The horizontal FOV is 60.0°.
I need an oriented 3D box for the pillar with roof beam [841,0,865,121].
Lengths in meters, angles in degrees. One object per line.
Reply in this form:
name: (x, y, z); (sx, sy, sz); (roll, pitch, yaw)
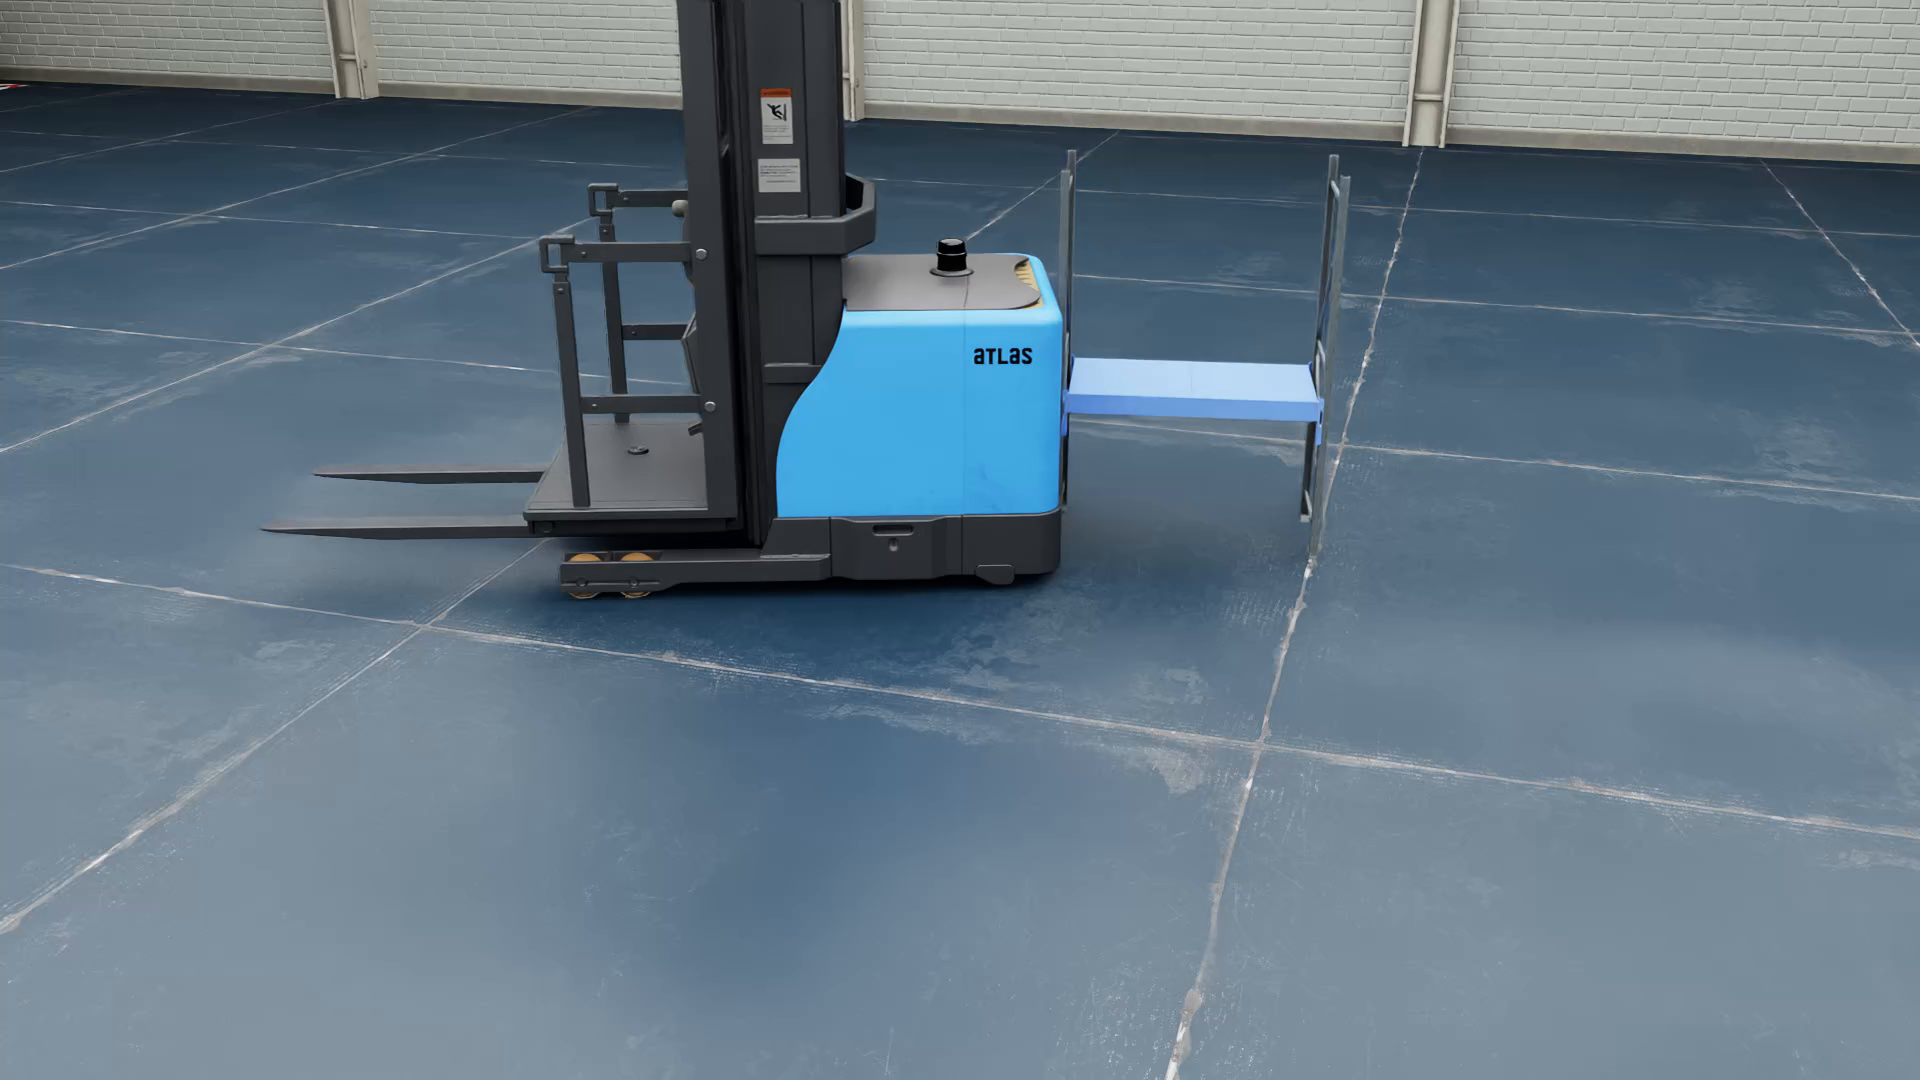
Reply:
pillar with roof beam: (-2.491, -7.091, 12.199); (0.400, 9.000, 9.100); (7, 23, 16)

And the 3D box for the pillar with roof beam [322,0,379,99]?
pillar with roof beam: (-8.235, -7.748, 13.802); (0.400, 9.000, 9.100); (7, 23, 16)

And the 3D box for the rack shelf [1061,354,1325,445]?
rack shelf: (0.921, -0.568, 6.652); (1.000, 0.185, 0.538); (3, 22, 6)

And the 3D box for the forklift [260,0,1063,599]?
forklift: (-1.146, -1.340, 6.174); (3.031, 2.935, 1.130); (-1, 22, -2)

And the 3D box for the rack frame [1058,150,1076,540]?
rack frame: (0.416, -0.756, 6.638); (0.032, 1.500, 0.500); (3, 22, 6)

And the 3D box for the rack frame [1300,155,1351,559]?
rack frame: (1.426, -0.712, 6.530); (0.032, 1.500, 0.500); (3, 22, 6)

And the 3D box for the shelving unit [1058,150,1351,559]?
shelving unit: (0.921, -0.734, 6.584); (1.048, 1.500, 0.538); (3, 22, 6)

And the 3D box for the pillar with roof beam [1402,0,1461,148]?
pillar with roof beam: (3.253, -6.433, 10.595); (0.400, 9.000, 9.100); (7, 23, 16)
